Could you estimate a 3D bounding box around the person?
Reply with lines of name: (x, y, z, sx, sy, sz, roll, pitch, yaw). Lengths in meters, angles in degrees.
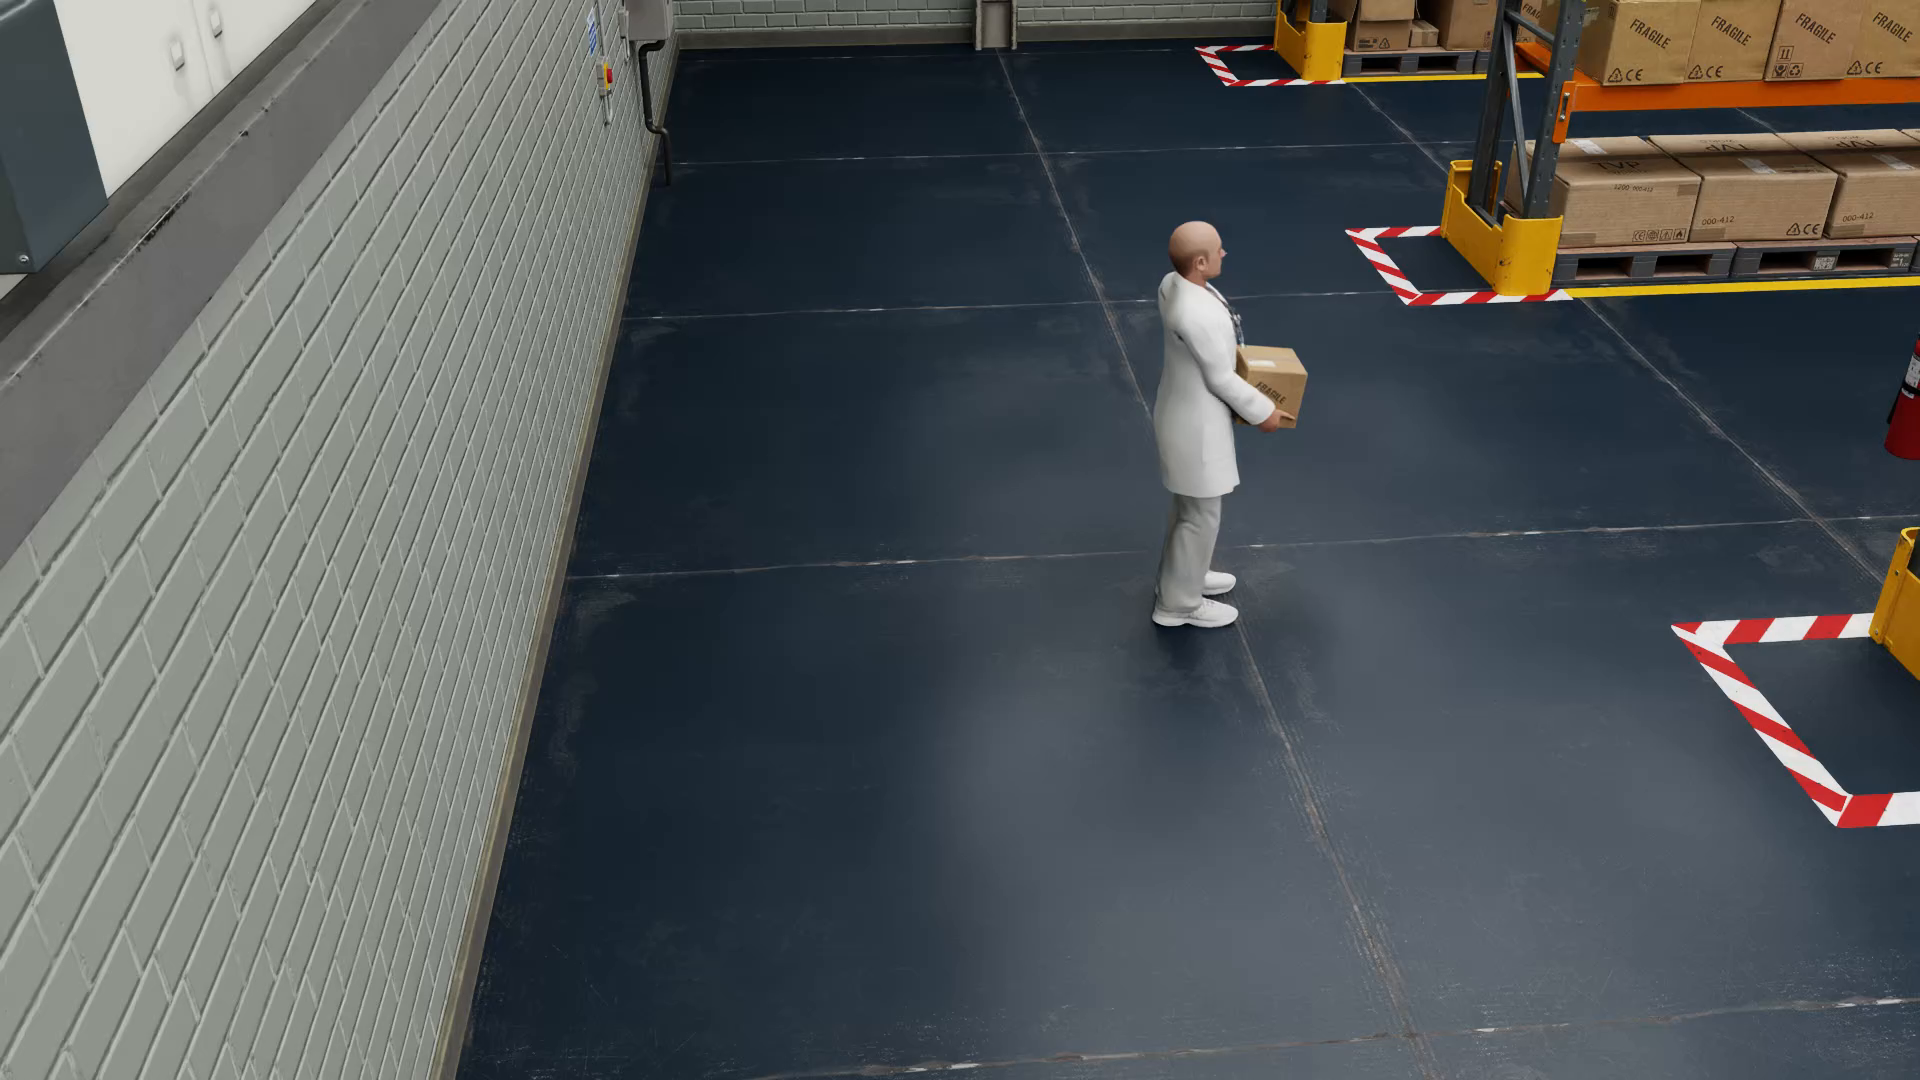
person: (1.085, -0.481, 6.961, 0.554, 1.776, 0.527, -2, 31, -4)
